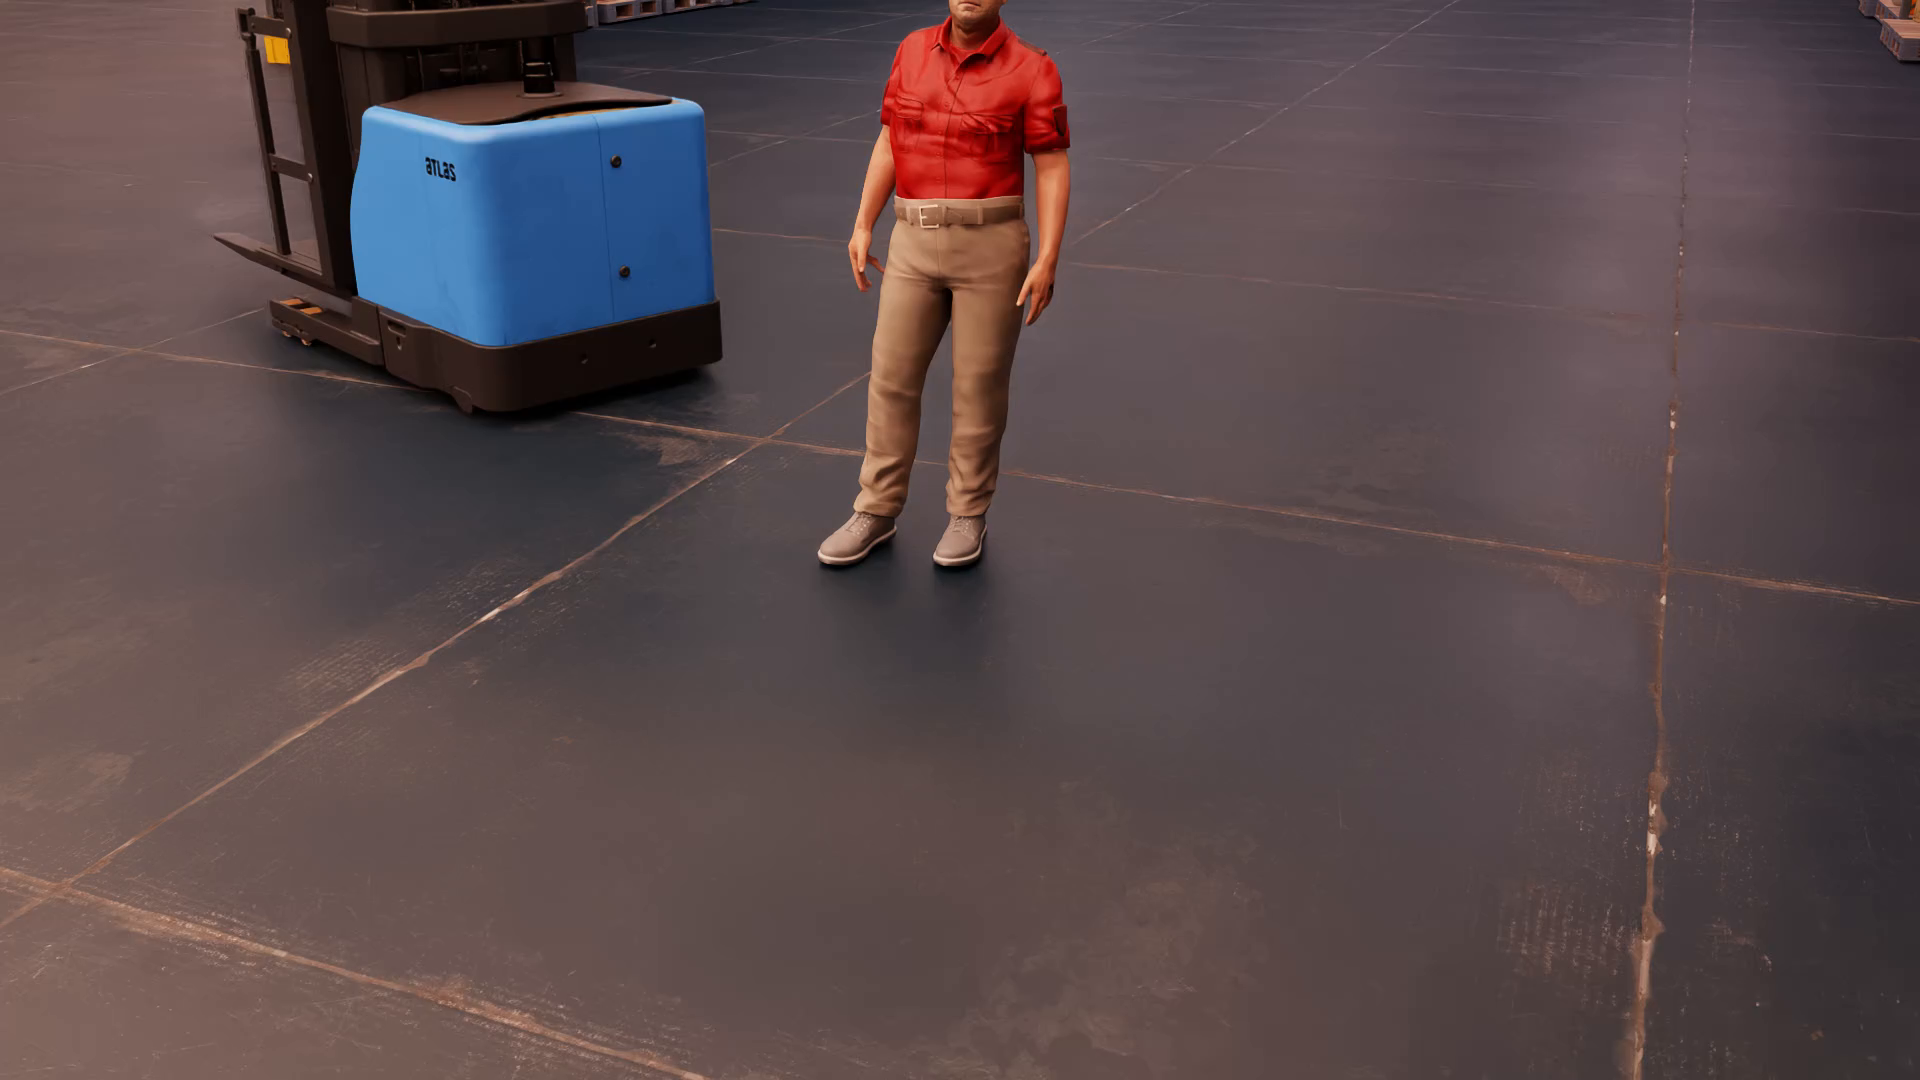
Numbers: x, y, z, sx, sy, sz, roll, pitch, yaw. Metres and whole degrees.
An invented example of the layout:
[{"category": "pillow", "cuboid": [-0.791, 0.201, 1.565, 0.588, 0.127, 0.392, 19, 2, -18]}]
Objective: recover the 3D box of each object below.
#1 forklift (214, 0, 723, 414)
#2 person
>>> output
[{"category": "forklift", "cuboid": [-2.330, -2.294, 6.780, 1.130, 2.935, 3.031, -20, 30, -40]}, {"category": "person", "cuboid": [-0.046, -0.774, 4.685, 0.640, 1.727, 0.551, 9, 24, 21]}]
